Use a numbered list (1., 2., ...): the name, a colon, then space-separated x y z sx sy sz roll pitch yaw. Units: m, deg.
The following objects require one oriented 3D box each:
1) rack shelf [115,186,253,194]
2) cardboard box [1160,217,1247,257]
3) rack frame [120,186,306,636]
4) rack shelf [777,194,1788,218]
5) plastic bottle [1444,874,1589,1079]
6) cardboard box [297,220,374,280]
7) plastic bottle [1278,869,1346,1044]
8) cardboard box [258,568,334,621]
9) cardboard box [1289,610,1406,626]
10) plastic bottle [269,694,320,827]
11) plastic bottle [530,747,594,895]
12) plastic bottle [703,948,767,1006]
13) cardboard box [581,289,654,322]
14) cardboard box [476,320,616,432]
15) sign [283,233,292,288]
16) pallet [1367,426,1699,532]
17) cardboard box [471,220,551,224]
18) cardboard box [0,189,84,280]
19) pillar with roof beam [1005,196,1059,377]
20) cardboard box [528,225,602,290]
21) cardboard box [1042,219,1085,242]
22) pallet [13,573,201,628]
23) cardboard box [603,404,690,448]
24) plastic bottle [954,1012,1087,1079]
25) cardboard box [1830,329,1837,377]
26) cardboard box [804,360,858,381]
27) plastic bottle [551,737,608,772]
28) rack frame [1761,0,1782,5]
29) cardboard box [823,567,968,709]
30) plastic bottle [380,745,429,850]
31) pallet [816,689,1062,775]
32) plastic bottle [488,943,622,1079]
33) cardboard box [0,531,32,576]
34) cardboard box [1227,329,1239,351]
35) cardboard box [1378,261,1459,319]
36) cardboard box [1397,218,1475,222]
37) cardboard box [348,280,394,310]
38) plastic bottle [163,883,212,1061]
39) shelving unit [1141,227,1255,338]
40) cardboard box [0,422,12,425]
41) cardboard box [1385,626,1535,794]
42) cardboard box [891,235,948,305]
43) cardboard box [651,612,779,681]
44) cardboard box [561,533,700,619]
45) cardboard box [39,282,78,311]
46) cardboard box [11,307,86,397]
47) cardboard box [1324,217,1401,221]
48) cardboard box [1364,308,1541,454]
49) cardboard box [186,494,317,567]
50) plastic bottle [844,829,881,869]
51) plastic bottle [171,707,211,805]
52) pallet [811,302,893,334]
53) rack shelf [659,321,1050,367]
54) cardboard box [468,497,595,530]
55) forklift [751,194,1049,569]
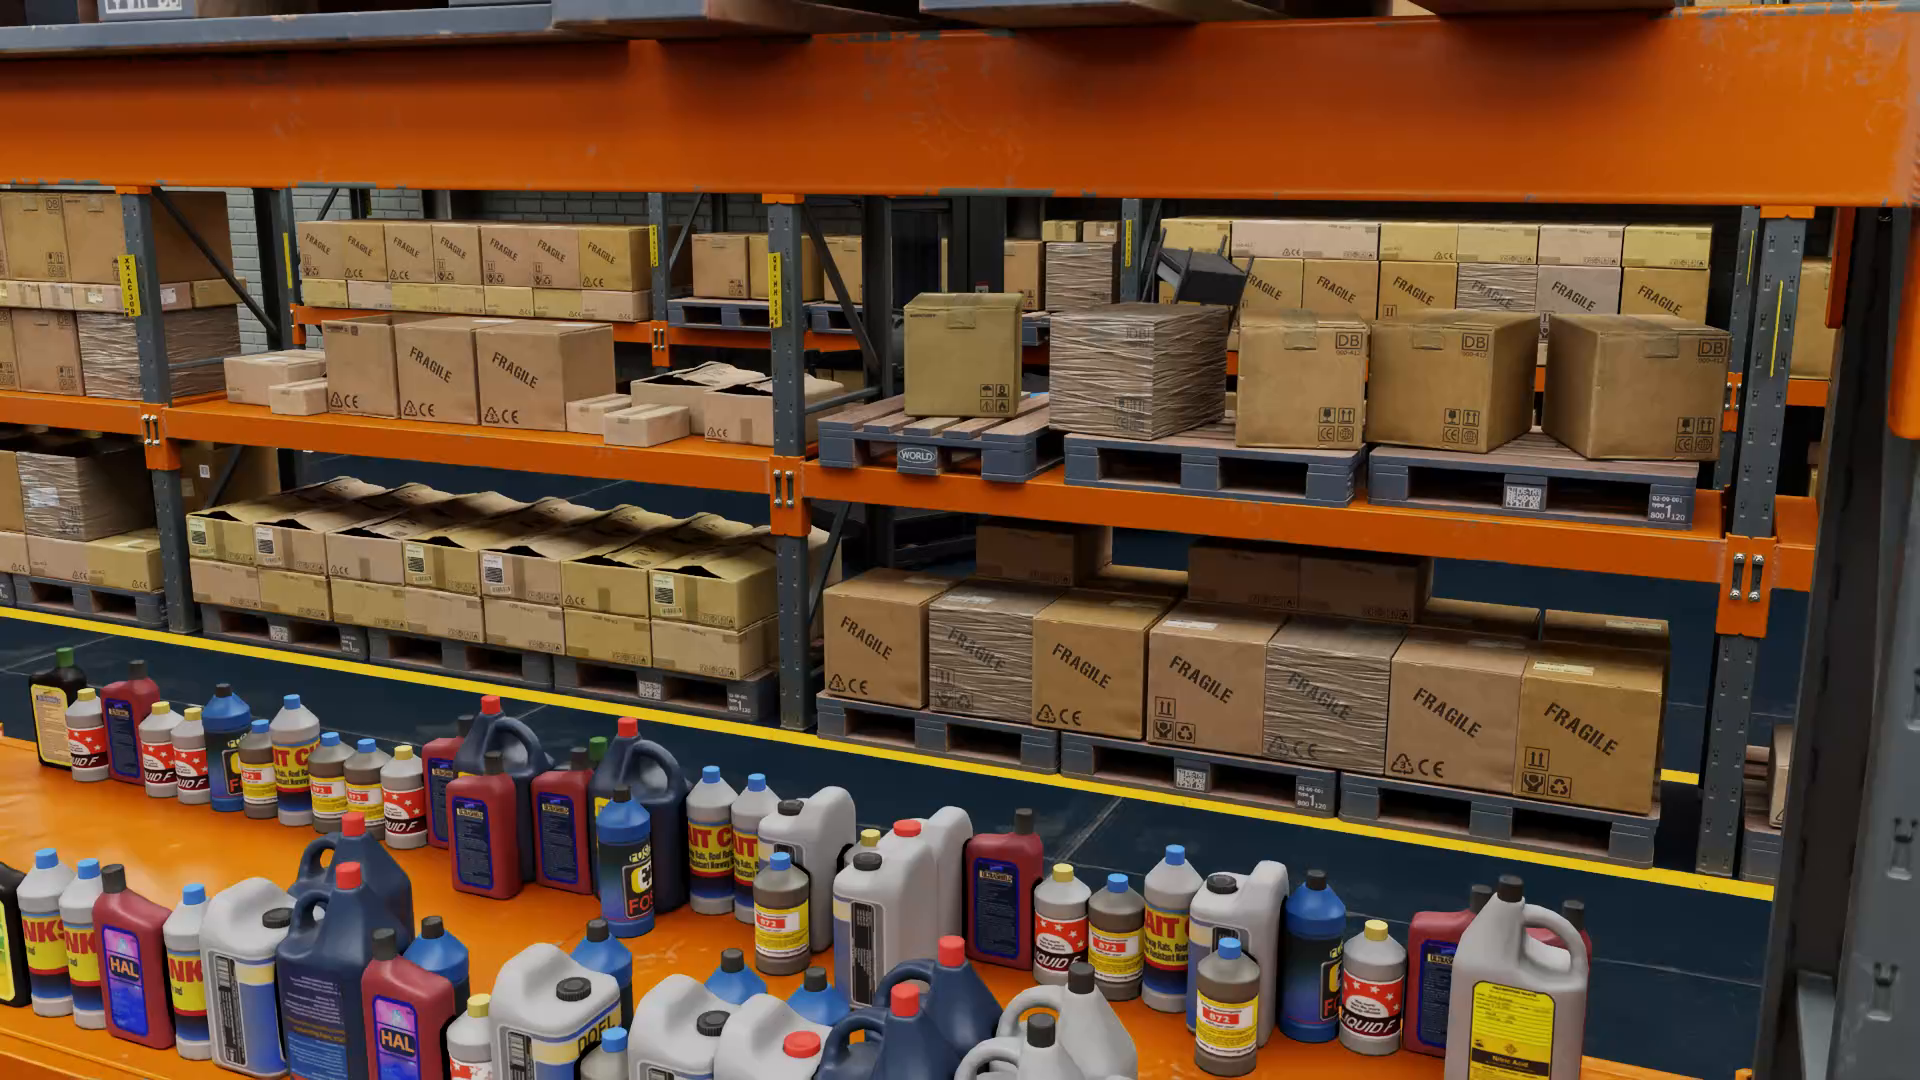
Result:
1. rack shelf: -6.082 -2.322 10.094 4.000 0.370 1.077 6 14 23
2. cardboard box: 1.744 -2.162 11.846 0.500 0.250 0.500 6 15 25
3. rack frame: -4.254 -1.027 9.566 0.127 3.000 1.000 6 14 23
4. rack shelf: 1.232 -1.582 6.940 4.000 0.370 1.077 6 14 23
5. plastic bottle: 0.824 0.667 2.453 0.185 0.351 0.144 6 14 23
6. cardboard box: -5.593 -2.627 15.028 0.500 0.500 0.500 6 14 23
7. plastic bottle: 0.565 0.659 2.663 0.097 0.271 0.097 0 13 0
8. cardboard box: -3.518 0.244 9.250 0.500 0.250 0.500 6 15 25
9. cardboard box: 1.771 0.525 7.459 0.500 0.500 0.500 6 14 24
10. plastic bottle: -1.398 0.460 3.510 0.097 0.271 0.097 0 13 0
11. plastic bottle: -0.752 0.530 3.184 0.133 0.283 0.061 6 14 23
12. plastic bottle: -0.325 0.720 2.401 0.097 0.271 0.097 0 13 0
13. cardboard box: -2.806 -1.979 13.909 0.500 0.250 0.500 6 14 23
14. cardboard box: -2.137 -0.858 8.624 0.500 0.500 0.500 5 14 20
15. sign: -4.043 -1.667 9.930 0.005 0.325 0.100 6 14 23
16. pallet: 2.374 -0.290 6.846 1.213 0.211 1.003 6 14 23
17. cardboard box: -4.000 -2.593 14.881 0.500 0.500 0.500 6 14 24
18. cardboard box: -5.582 -1.840 9.972 0.500 0.500 0.700 6 14 23
19. pillar with roof beam: -1.175 -4.014 9.165 0.400 9.000 9.100 6 14 23
20. cardboard box: -3.267 -2.388 14.009 0.500 0.500 0.500 6 14 23
21. cardboard box: 0.779 -2.323 12.487 0.250 0.149 0.380 3 14 14
22. pallet: -4.964 0.248 10.236 1.213 0.211 1.003 6 14 23
23. cardboard box: -1.531 -0.560 8.126 0.250 0.149 0.380 6 14 23
24. plastic bottle: 0.078 0.755 2.081 0.185 0.351 0.144 6 14 23
25. cardboard box: 3.628 -0.830 6.317 0.500 0.500 0.500 6 14 24
26. cardboard box: -1.167 -1.320 13.681 0.500 0.250 0.500 5 14 22
27. plastic bottle: -0.727 0.518 3.239 0.133 0.283 0.061 6 14 23
28. rack frame: 5.064 -4.243 10.137 0.127 3.000 1.000 6 14 23
29. cardboard box: -0.296 0.448 7.790 0.500 0.500 0.500 6 15 26
30. plastic bottle: -1.131 0.521 3.403 0.097 0.201 0.097 0 13 0
31. pallet: 0.071 0.778 7.979 1.213 0.211 1.003 6 14 23
32. plastic bottle: -0.570 0.724 2.373 0.135 0.276 0.152 6 14 23
33. cardboard box: -5.682 0.018 10.211 0.500 0.250 0.500 6 14 23
34. cardboard box: 2.049 -1.433 11.803 0.250 0.149 0.380 6 15 25
35. cardboard box: 3.155 -1.654 11.323 0.500 0.500 0.500 6 15 25
36. cardboard box: 3.332 -2.129 11.705 0.500 0.250 0.500 5 14 22
37. cardboard box: -5.110 -2.212 14.902 0.500 0.250 0.500 5 14 21
38. plastic bottle: -1.191 0.671 2.612 0.097 0.271 0.097 0 13 0
39. shelving unit: 1.419 -1.078 11.547 0.503 2.100 0.431 1 29 -26
40. cardboard box: -6.380 -0.551 10.996 0.500 0.500 0.500 6 14 23
41. cardboard box: 2.045 0.683 6.789 0.500 0.500 0.500 6 14 23
42. cardboard box: -0.175 -2.107 12.986 0.500 0.500 0.700 6 14 23
43. cardboard box: -1.176 0.479 8.245 0.500 0.250 0.500 6 15 25
44. cardboard box: -1.653 0.160 8.377 0.500 0.311 0.500 6 14 22
45. cardboard box: -5.055 -1.419 9.597 0.250 0.149 0.380 5 14 22
46. cardboard box: -5.147 -1.163 9.926 0.500 0.500 0.700 6 14 23
47. cardboard box: 2.866 -2.176 11.906 0.500 0.250 0.500 5 14 22
48. cardboard box: 2.064 -0.681 6.953 0.500 0.500 0.700 8 16 32
49. cardboard box: -3.977 -0.076 9.383 0.500 0.311 0.500 6 14 23
50. plastic bottle: -0.159 0.620 2.983 0.097 0.201 0.097 0 13 0
51. plastic bottle: -1.665 0.467 3.633 0.097 0.201 0.097 0 13 0
52. pallet: -0.420 -1.773 13.166 1.213 0.211 1.003 6 14 23
53. rack shelf: -0.422 -1.527 13.270 4.000 0.370 1.077 6 14 23
54. cardboard box: -2.376 -0.048 9.264 0.500 0.311 0.500 6 14 23
55. forklift: -0.517 -1.345 11.073 3.031 2.935 1.130 -9 16 -34
